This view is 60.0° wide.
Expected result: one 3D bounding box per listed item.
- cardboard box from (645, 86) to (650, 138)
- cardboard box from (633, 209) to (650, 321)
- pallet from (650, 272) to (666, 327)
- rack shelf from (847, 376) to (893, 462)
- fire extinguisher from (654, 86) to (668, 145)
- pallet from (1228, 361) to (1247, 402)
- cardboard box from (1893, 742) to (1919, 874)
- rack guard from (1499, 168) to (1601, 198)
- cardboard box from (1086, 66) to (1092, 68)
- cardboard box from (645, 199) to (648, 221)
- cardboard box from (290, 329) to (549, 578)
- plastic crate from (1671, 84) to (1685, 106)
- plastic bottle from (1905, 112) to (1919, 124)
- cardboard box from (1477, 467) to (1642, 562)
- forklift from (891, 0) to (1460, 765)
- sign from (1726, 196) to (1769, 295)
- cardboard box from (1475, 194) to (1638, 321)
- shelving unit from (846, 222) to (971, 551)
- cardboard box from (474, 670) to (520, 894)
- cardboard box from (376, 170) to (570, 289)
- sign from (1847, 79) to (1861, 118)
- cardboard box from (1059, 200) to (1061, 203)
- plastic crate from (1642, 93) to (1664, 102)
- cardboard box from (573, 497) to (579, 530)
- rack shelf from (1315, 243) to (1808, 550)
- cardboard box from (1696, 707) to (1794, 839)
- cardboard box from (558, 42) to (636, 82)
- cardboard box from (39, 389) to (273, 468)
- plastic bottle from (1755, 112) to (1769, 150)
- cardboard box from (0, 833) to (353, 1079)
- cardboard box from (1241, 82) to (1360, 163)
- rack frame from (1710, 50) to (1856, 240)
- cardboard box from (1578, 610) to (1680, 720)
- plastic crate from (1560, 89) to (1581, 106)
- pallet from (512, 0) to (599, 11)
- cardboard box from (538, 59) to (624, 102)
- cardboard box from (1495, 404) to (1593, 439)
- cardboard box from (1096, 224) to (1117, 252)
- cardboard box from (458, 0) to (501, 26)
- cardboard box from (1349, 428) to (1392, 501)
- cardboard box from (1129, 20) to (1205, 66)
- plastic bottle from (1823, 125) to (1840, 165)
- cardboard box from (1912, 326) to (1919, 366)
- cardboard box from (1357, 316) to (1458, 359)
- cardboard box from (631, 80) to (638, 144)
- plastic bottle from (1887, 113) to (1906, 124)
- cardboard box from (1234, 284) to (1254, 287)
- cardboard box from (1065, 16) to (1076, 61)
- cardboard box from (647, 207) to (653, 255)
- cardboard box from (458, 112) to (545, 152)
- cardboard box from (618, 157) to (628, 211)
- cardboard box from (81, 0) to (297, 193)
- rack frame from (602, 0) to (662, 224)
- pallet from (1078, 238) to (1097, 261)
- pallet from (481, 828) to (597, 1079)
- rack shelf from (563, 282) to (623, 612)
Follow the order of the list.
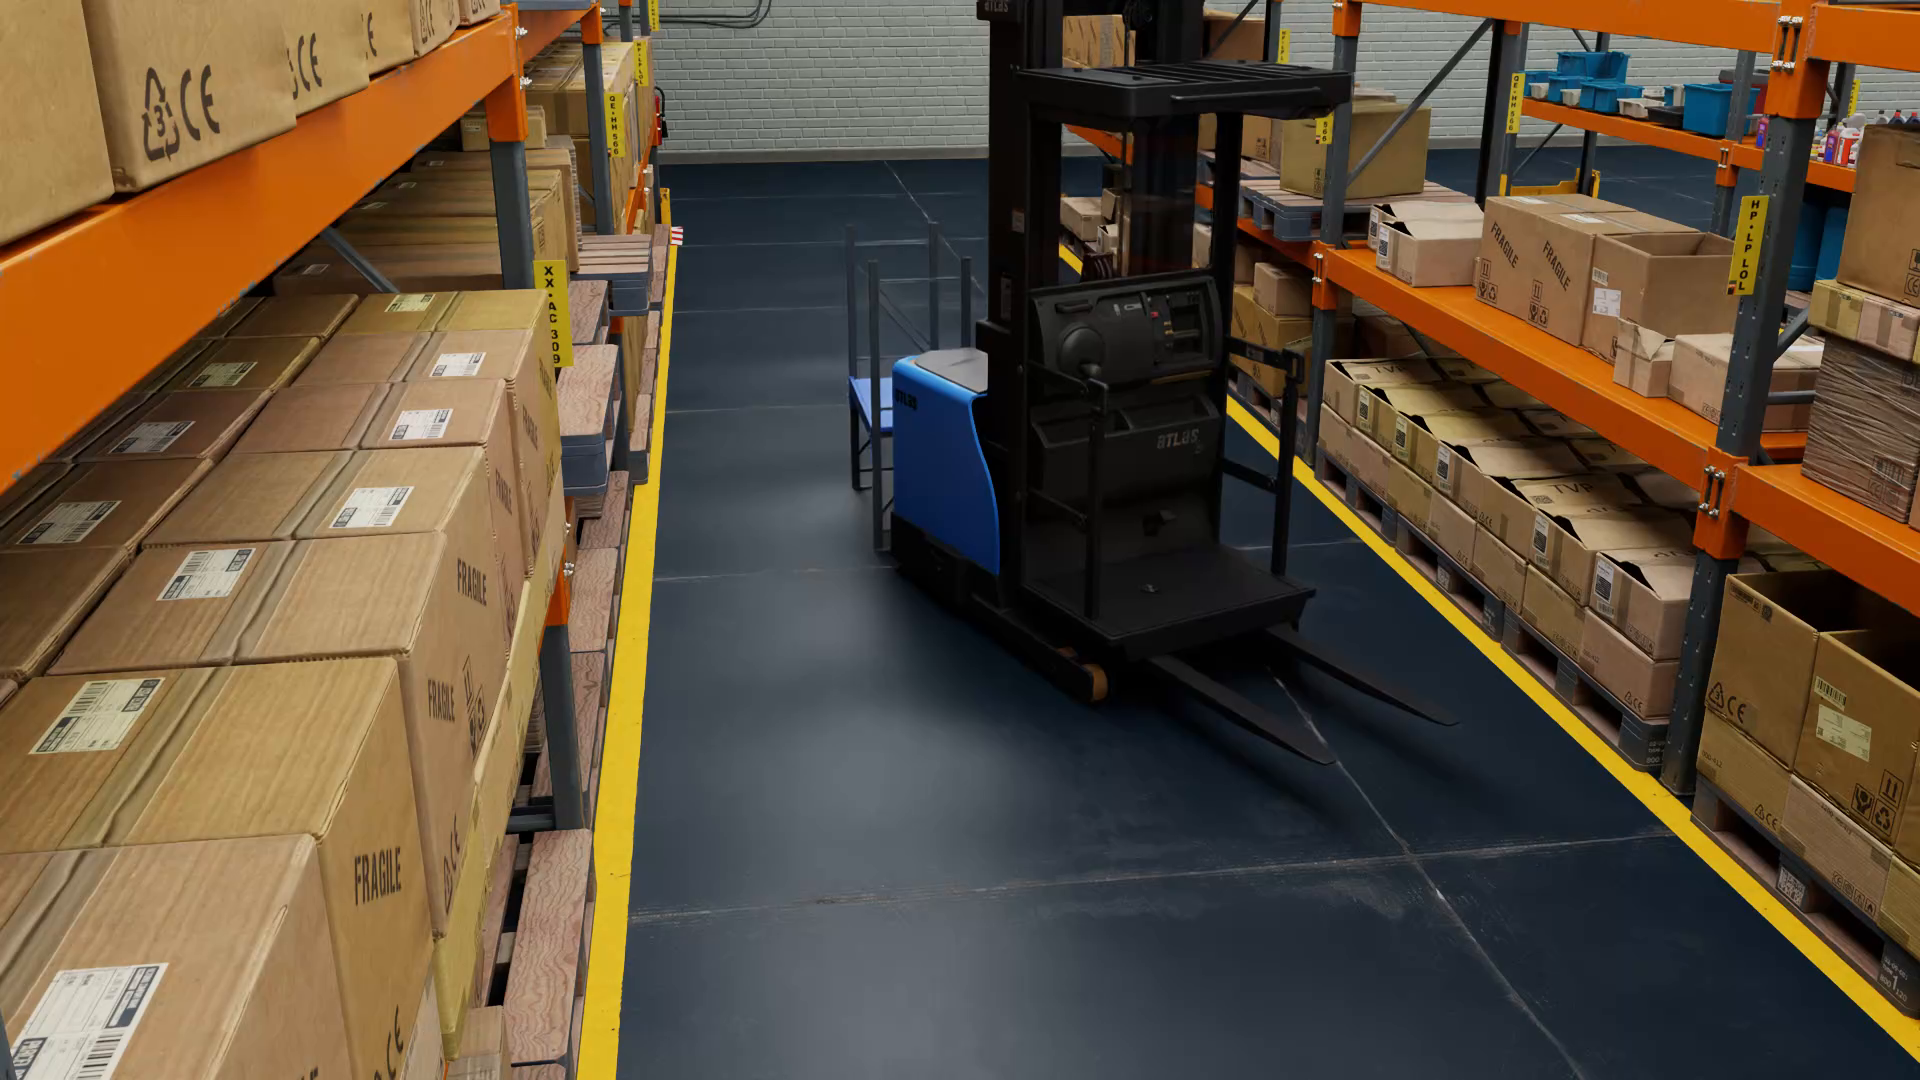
[{"bbox_3d":[-3.194,-3.848,14.303,0.980,0.700,0.700,-4,21,-10],"label":"cardboard box"},{"bbox_3d":[-2.695,-1.986,12.218,0.750,0.750,0.750,-3,21,-7],"label":"cardboard box"},{"bbox_3d":[-2.950,-1.975,13.703,1.003,0.211,1.213,-3,21,-8],"label":"pallet"},{"bbox_3d":[-0.282,-0.670,8.882,0.538,0.185,1.000,-3,21,-9],"label":"rack shelf"},{"bbox_3d":[-3.059,-4.264,16.489,0.296,0.674,0.183,-3,21,-8],"label":"fire extinguisher"},{"bbox_3d":[2.318,-1.256,11.778,1.003,0.211,1.213,-3,21,-8],"label":"pallet"},{"bbox_3d":[3.038,0.767,4.634,0.500,0.500,0.500,-3,21,-8],"label":"cardboard box"},{"bbox_3d":[6.293,-3.736,18.004,1.175,0.500,0.348,-3,21,-8],"label":"rack guard"},{"bbox_3d":[1.430,-4.005,15.009,0.500,0.500,0.500,-3,21,-7],"label":"cardboard box"},{"bbox_3d":[-2.793,-2.736,13.800,0.380,0.149,0.250,-2,21,-6],"label":"cardboard box"},{"bbox_3d":[-1.313,-0.214,4.117,0.500,0.500,0.500,-3,21,-8],"label":"cardboard box"},{"bbox_3d":[6.848,-4.025,15.289,0.437,0.282,0.530,-3,21,-8],"label":"plastic crate"},{"bbox_3d":[7.369,-3.125,12.867,0.144,0.351,0.185,-3,21,-8],"label":"plastic bottle"},{"bbox_3d":[2.644,-0.146,7.347,0.500,0.311,0.500,-3,21,-8],"label":"cardboard box"},{"bbox_3d":[0.832,-0.880,6.883,1.130,2.935,3.031,-11,23,-28],"label":"forklift"},{"bbox_3d":[2.602,-0.970,5.485,0.100,0.325,0.005,-3,21,-8],"label":"sign"},{"bbox_3d":[2.819,-1.347,7.894,0.500,0.500,0.500,-4,21,-11],"label":"cardboard box"},{"bbox_3d":[-0.282,-0.839,8.819,0.538,1.500,1.048,-3,21,-9],"label":"shelving unit"},{"bbox_3d":[-1.171,0.485,3.315,0.500,0.250,0.500,-3,21,-7],"label":"cardboard box"},{"bbox_3d":[-2.062,-1.290,7.111,0.700,0.500,0.500,-3,21,-8],"label":"cardboard box"},{"bbox_3d":[7.431,-3.671,13.862,0.100,0.325,0.005,-3,21,-8],"label":"sign"},{"bbox_3d":[1.128,-3.359,16.868,0.380,0.149,0.250,-3,21,-8],"label":"cardboard box"},{"bbox_3d":[6.759,-4.233,16.053,0.298,0.136,0.250,-3,21,-8],"label":"plastic crate"},{"bbox_3d":[-2.226,-0.234,7.999,0.700,0.500,0.500,-3,21,-8],"label":"cardboard box"},{"bbox_3d":[2.849,-0.851,7.736,1.077,0.370,4.000,-3,21,-8],"label":"rack shelf"},{"bbox_3d":[2.904,0.771,5.693,0.500,0.250,0.500,-3,21,-8],"label":"cardboard box"},{"bbox_3d":[-2.597,-3.413,11.897,0.500,0.250,0.500,-2,21,-6],"label":"cardboard box"},{"bbox_3d":[-1.766,-0.010,3.569,0.500,0.500,0.500,-2,21,-6],"label":"cardboard box"},{"bbox_3d":[6.517,-3.311,13.461,0.061,0.283,0.133,-3,21,-8],"label":"plastic bottle"},{"bbox_3d":[-0.959,0.669,1.751,0.500,0.500,0.500,-3,21,-8],"label":"cardboard box"},{"bbox_3d":[2.300,-2.901,11.452,0.700,0.500,0.500,-8,22,-21],"label":"cardboard box"},{"bbox_3d":[6.886,-3.514,13.838,1.000,3.000,0.127,-3,21,-8],"label":"rack frame"},{"bbox_3d":[2.790,0.467,6.509,0.500,0.250,0.500,-3,21,-8],"label":"cardboard box"},{"bbox_3d":[6.081,-4.351,16.371,0.250,0.136,0.298,-3,21,-8],"label":"plastic crate"},{"bbox_3d":[-1.748,-1.781,5.179,1.213,0.211,1.003,-3,21,-8],"label":"pallet"},{"bbox_3d":[-2.385,-2.882,10.477,0.500,0.250,0.500,-3,21,-9],"label":"cardboard box"},{"bbox_3d":[3.031,-0.529,8.372,0.500,0.311,0.500,-3,21,-8],"label":"cardboard box"},{"bbox_3d":[1.513,-2.655,14.751,0.500,0.311,0.500,-3,21,-8],"label":"cardboard box"},{"bbox_3d":[-1.447,-1.543,4.101,0.500,0.500,0.500,-2,21,-6],"label":"cardboard box"},{"bbox_3d":[2.419,-0.419,8.881,0.500,0.250,0.500,-3,21,-9],"label":"cardboard box"},{"bbox_3d":[1.655,-3.943,13.414,0.500,0.500,0.500,-3,21,-7],"label":"cardboard box"},{"bbox_3d":[6.645,-3.004,12.637,0.061,0.283,0.133,-3,21,-8],"label":"plastic bottle"},{"bbox_3d":[3.059,-0.567,4.878,0.380,0.149,0.250,-3,21,-9],"label":"cardboard box"},{"bbox_3d":[2.778,-1.088,10.285,0.500,0.500,0.500,-2,21,-5],"label":"cardboard box"},{"bbox_3d":[-2.602,-3.063,12.033,0.500,0.500,0.500,-3,21,-9],"label":"cardboard box"},{"bbox_3d":[7.226,-3.118,12.848,0.144,0.351,0.185,-3,21,-8],"label":"plastic bottle"},{"bbox_3d":[2.037,-1.588,11.626,0.500,0.500,0.500,-4,21,-10],"label":"cardboard box"},{"bbox_3d":[1.293,-4.818,15.758,0.500,0.500,0.500,-3,21,-7],"label":"cardboard box"},{"bbox_3d":[-3.065,-2.656,14.513,0.700,0.500,0.500,-2,21,-6],"label":"cardboard box"},{"bbox_3d":[-2.200,-1.958,7.972,0.380,0.149,0.250,-6,21,-17],"label":"cardboard box"},{"bbox_3d":[-2.224,-2.188,9.691,0.500,0.500,0.500,-2,21,-6],"label":"cardboard box"},{"bbox_3d":[-1.031,-0.637,1.677,0.500,0.500,0.500,-2,21,-4],"label":"cardboard box"},{"bbox_3d":[-3.494,-4.399,16.208,1.000,3.000,0.127,-3,21,-8],"label":"rack frame"},{"bbox_3d":[1.707,-2.620,15.431,1.003,0.211,1.213,-3,21,-8],"label":"pallet"},{"bbox_3d":[-1.633,1.292,4.954,1.003,0.211,1.213,-3,21,-8],"label":"pallet"},{"bbox_3d":[-2.053,-0.600,7.064,1.077,0.370,4.000,-3,21,-8],"label":"rack shelf"}]
